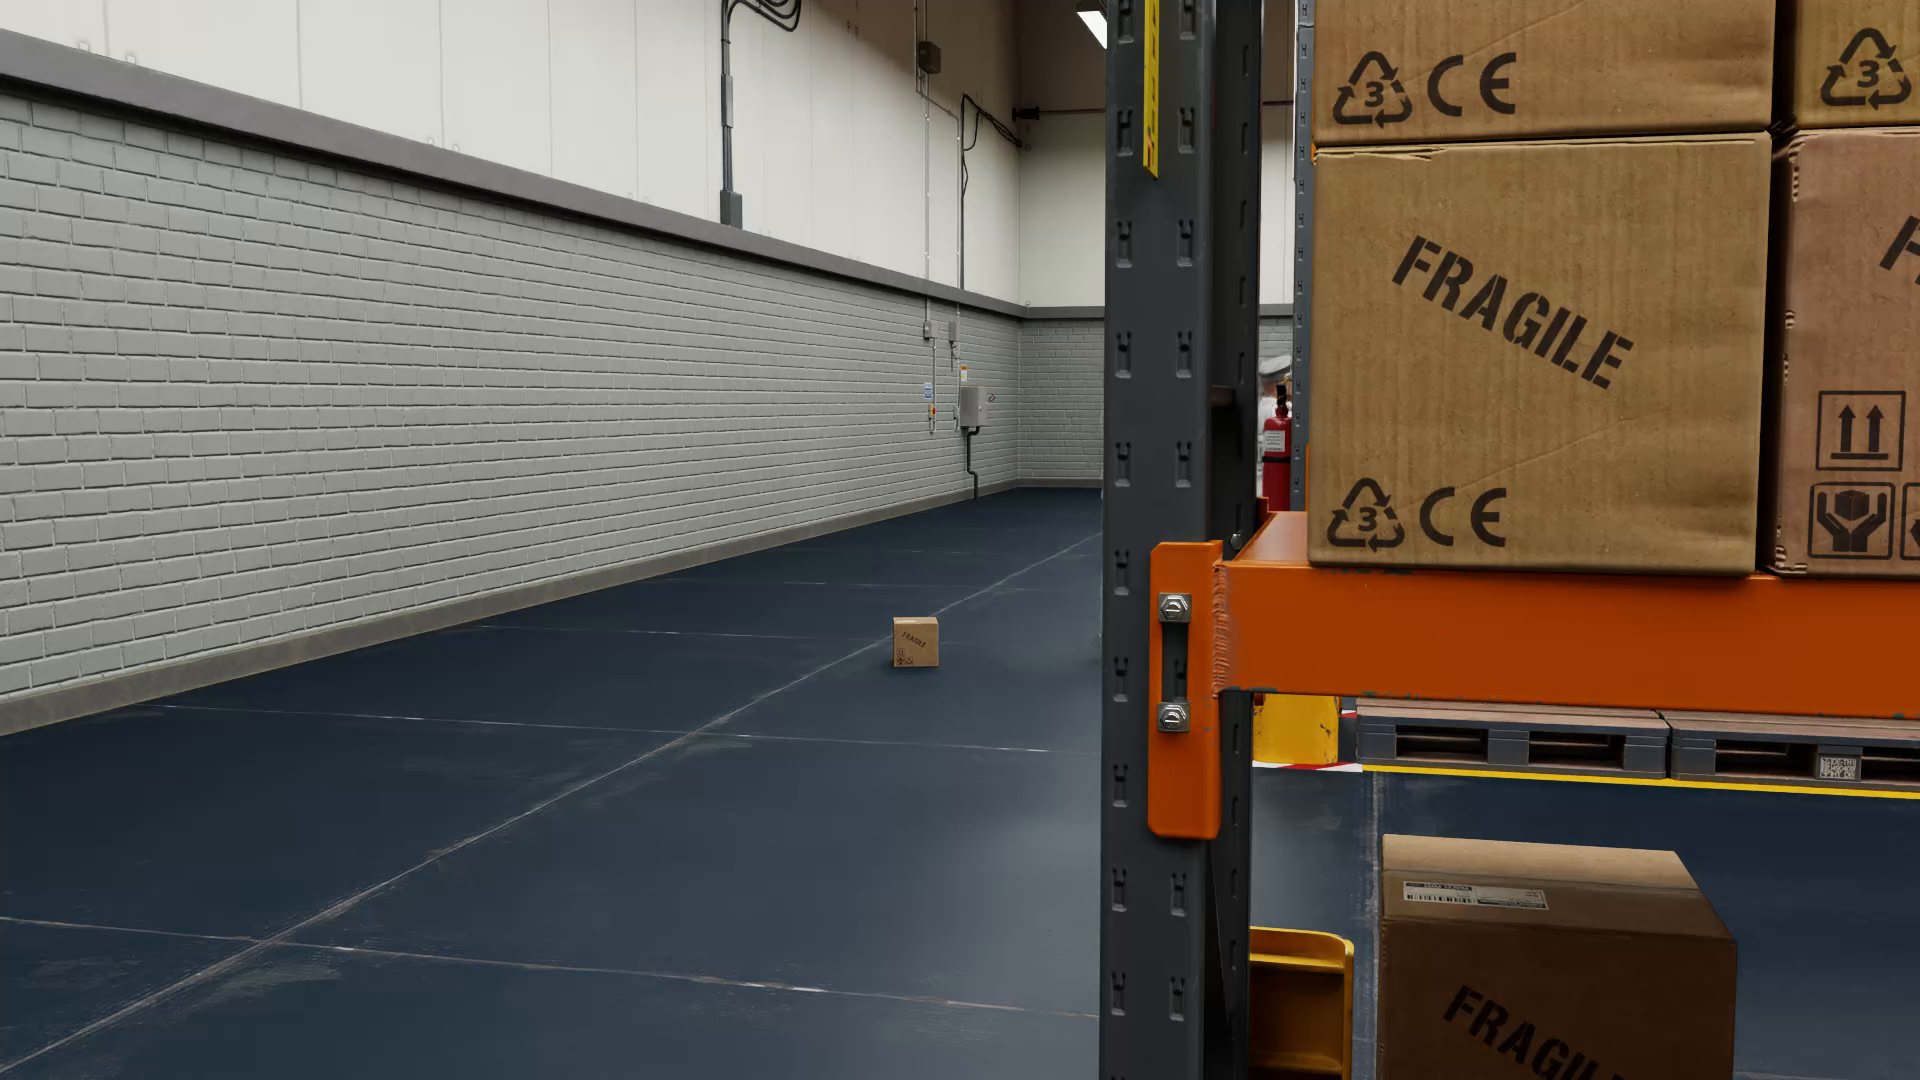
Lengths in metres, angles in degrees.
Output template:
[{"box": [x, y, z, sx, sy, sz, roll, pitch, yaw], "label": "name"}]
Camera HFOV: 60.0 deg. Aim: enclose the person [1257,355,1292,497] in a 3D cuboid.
[{"box": [2.043, -0.226, 9.884, 0.949, 1.734, 0.534, -1, 5, -17], "label": "person"}]
